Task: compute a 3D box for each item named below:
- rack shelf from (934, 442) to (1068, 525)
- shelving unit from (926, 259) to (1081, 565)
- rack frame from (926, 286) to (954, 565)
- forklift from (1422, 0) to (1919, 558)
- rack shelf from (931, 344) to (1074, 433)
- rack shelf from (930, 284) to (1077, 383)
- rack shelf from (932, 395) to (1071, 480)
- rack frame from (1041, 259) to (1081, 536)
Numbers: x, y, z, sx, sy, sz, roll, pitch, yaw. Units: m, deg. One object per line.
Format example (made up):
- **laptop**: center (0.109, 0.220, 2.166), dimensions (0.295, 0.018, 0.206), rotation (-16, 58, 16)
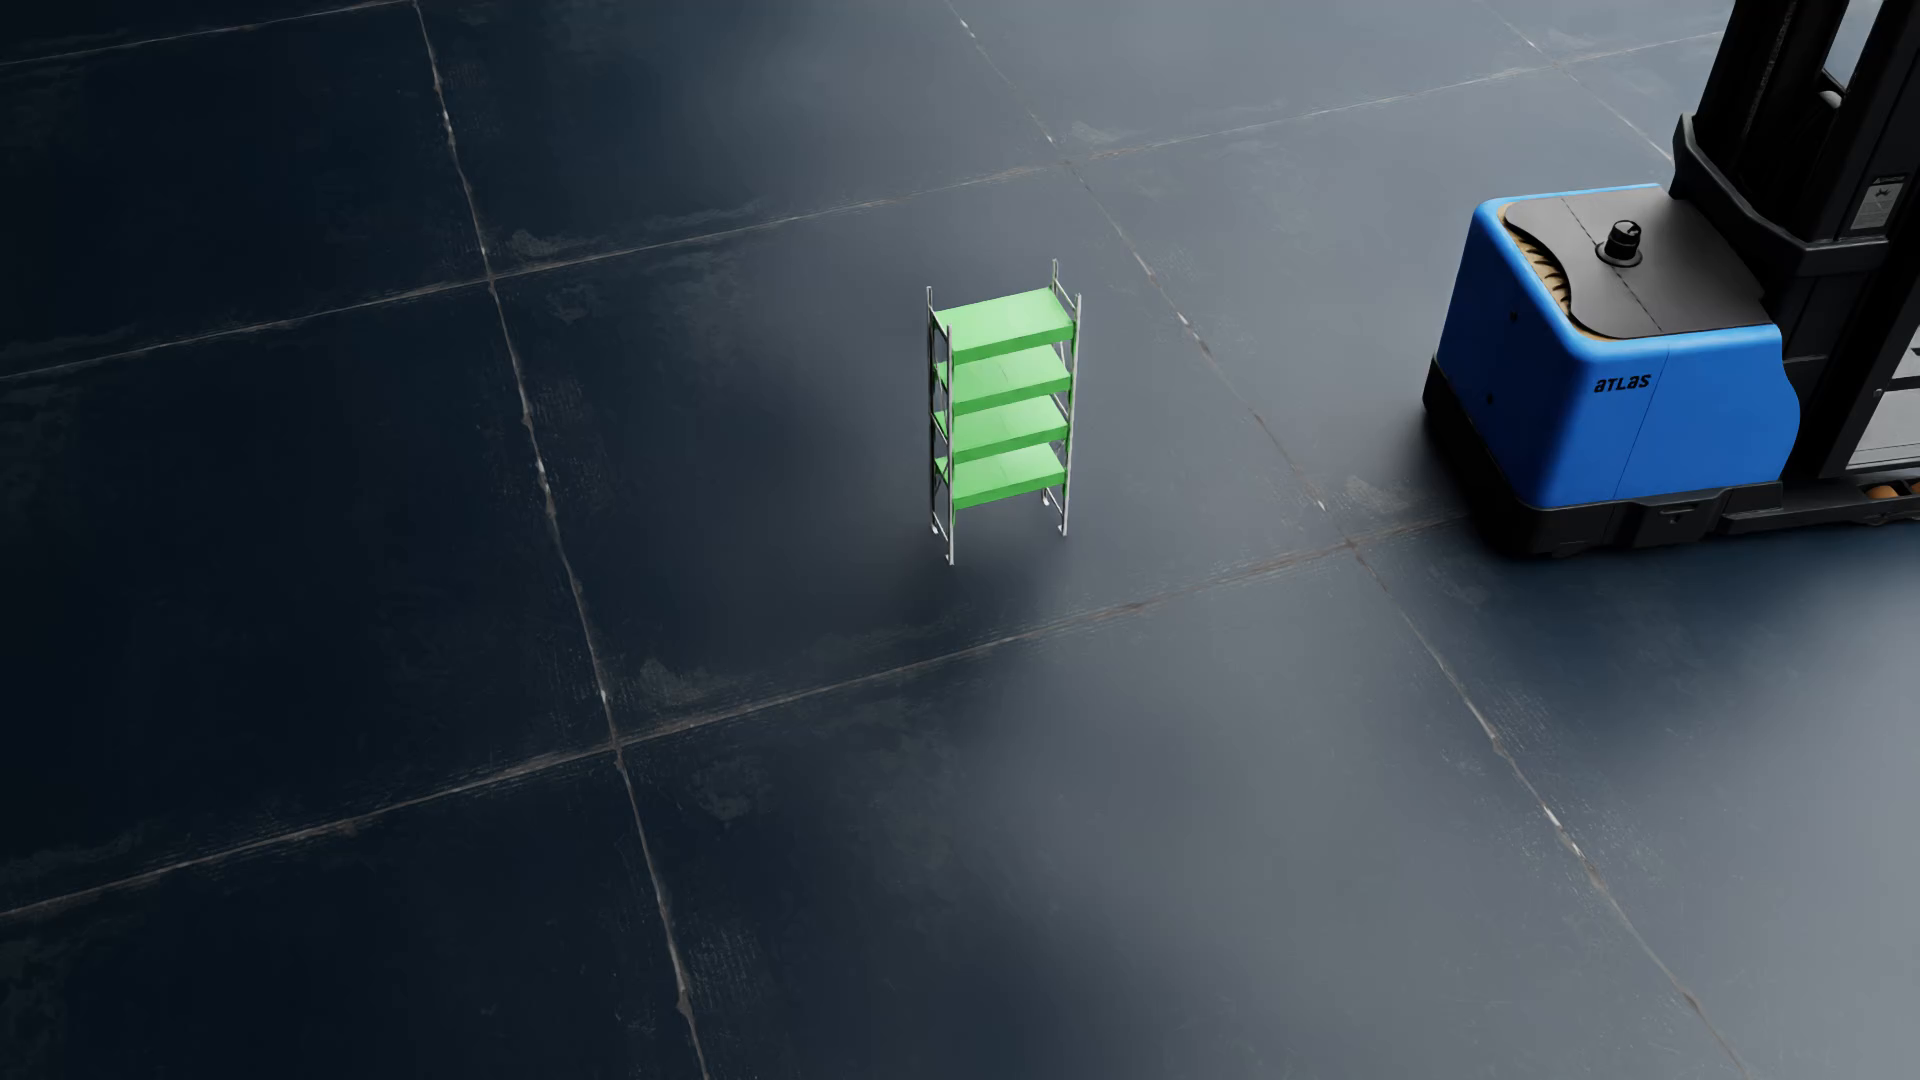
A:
- **rack shelf**: center (0.156, -0.249, 6.580), dimensions (0.480, 0.148, 0.258), rotation (-14, 47, -14)
- **shelving unit**: center (0.156, -0.463, 6.365), dimensions (0.503, 1.200, 0.258), rotation (-14, 47, -14)
- **rack frame**: center (-0.074, -0.405, 6.306), dimensions (0.015, 1.200, 0.240), rotation (-14, 47, -14)
- **forklift**: center (3.581, -1.460, 6.136), dimensions (3.031, 2.935, 1.130), rotation (-7, 45, -7)
- **rack shelf**: center (0.156, -0.588, 6.240), dimensions (0.480, 0.148, 0.258), rotation (-14, 47, -14)
- **rack shelf**: center (0.156, -0.757, 6.070), dimensions (0.480, 0.148, 0.258), rotation (-14, 47, -14)
- **rack shelf**: center (0.156, -0.418, 6.410), dimensions (0.480, 0.148, 0.258), rotation (-14, 47, -14)
- **rack frame**: center (0.385, -0.522, 6.423), dimensions (0.015, 1.200, 0.240), rotation (-14, 47, -14)
